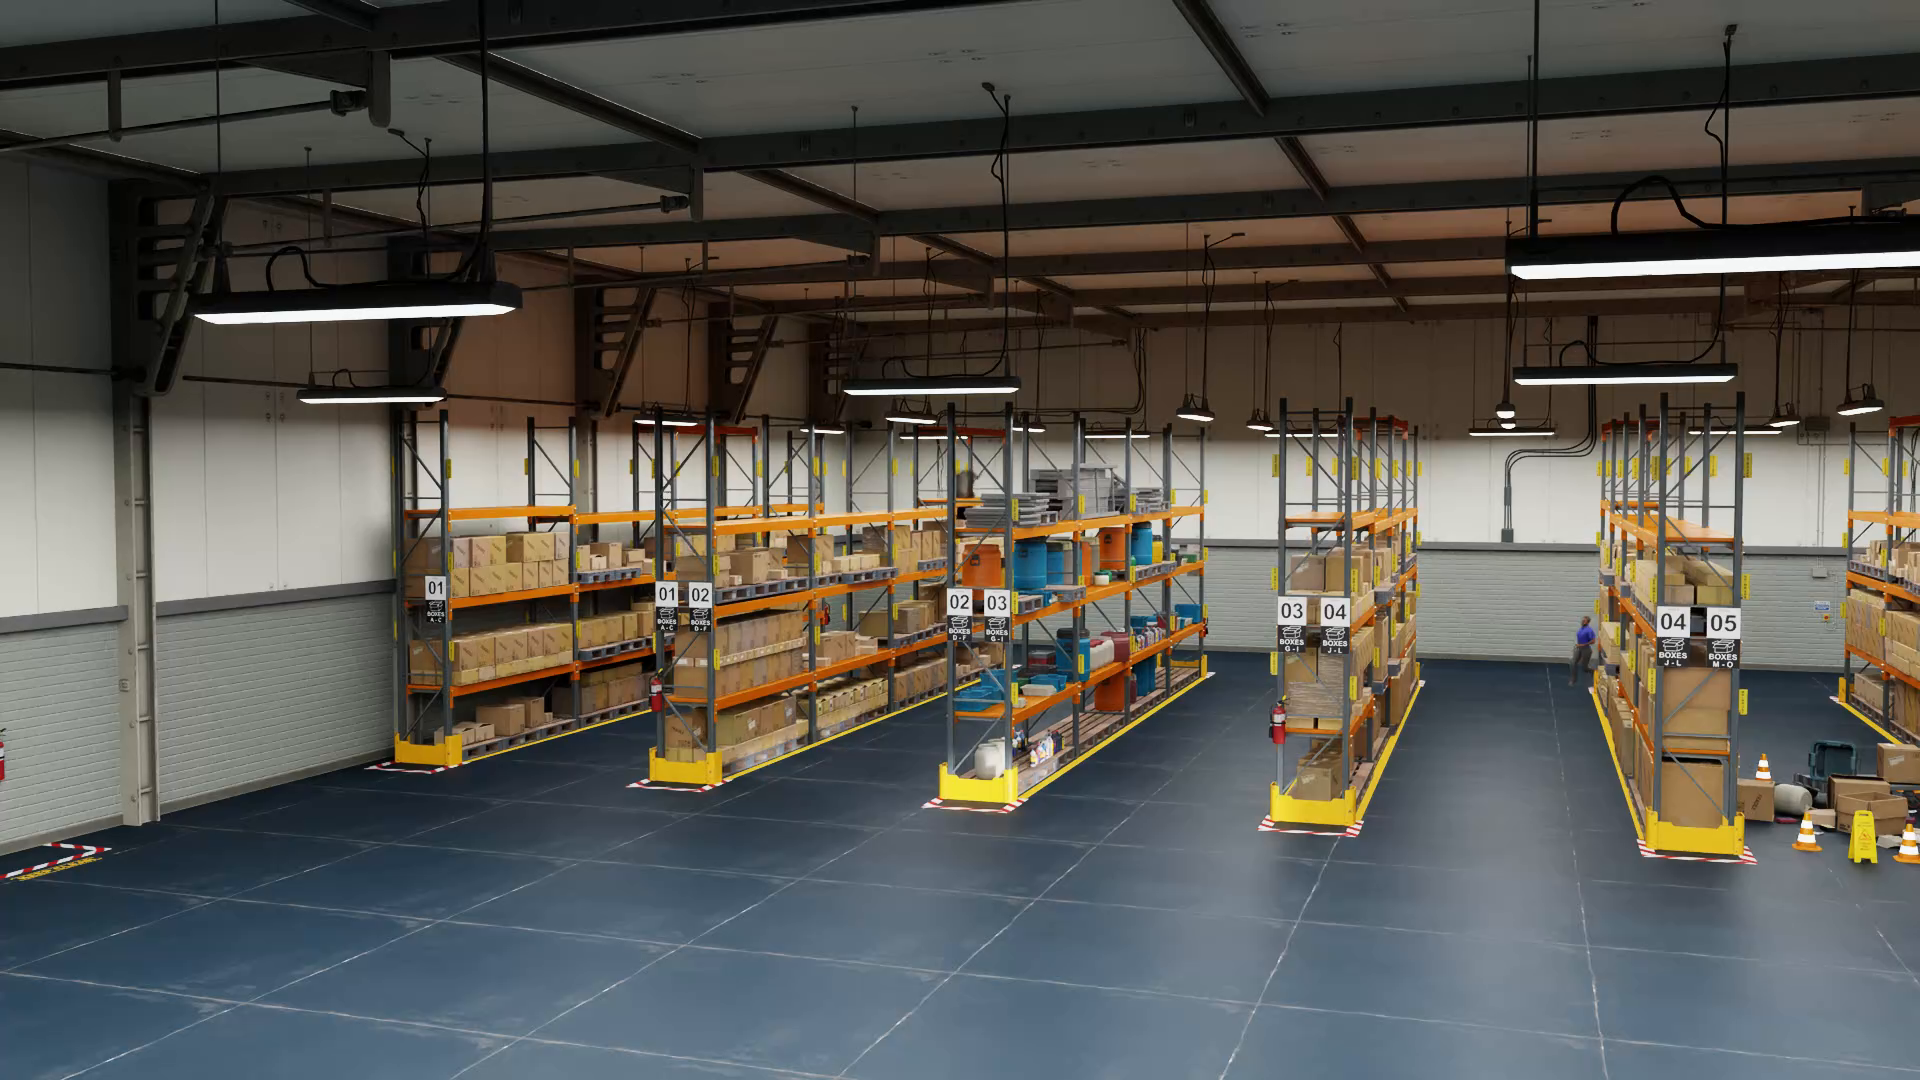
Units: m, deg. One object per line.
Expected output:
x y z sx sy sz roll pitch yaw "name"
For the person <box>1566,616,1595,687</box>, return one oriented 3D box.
14.401 2.567 38.238 0.843 1.657 0.617 -1 3 -20 "person"
